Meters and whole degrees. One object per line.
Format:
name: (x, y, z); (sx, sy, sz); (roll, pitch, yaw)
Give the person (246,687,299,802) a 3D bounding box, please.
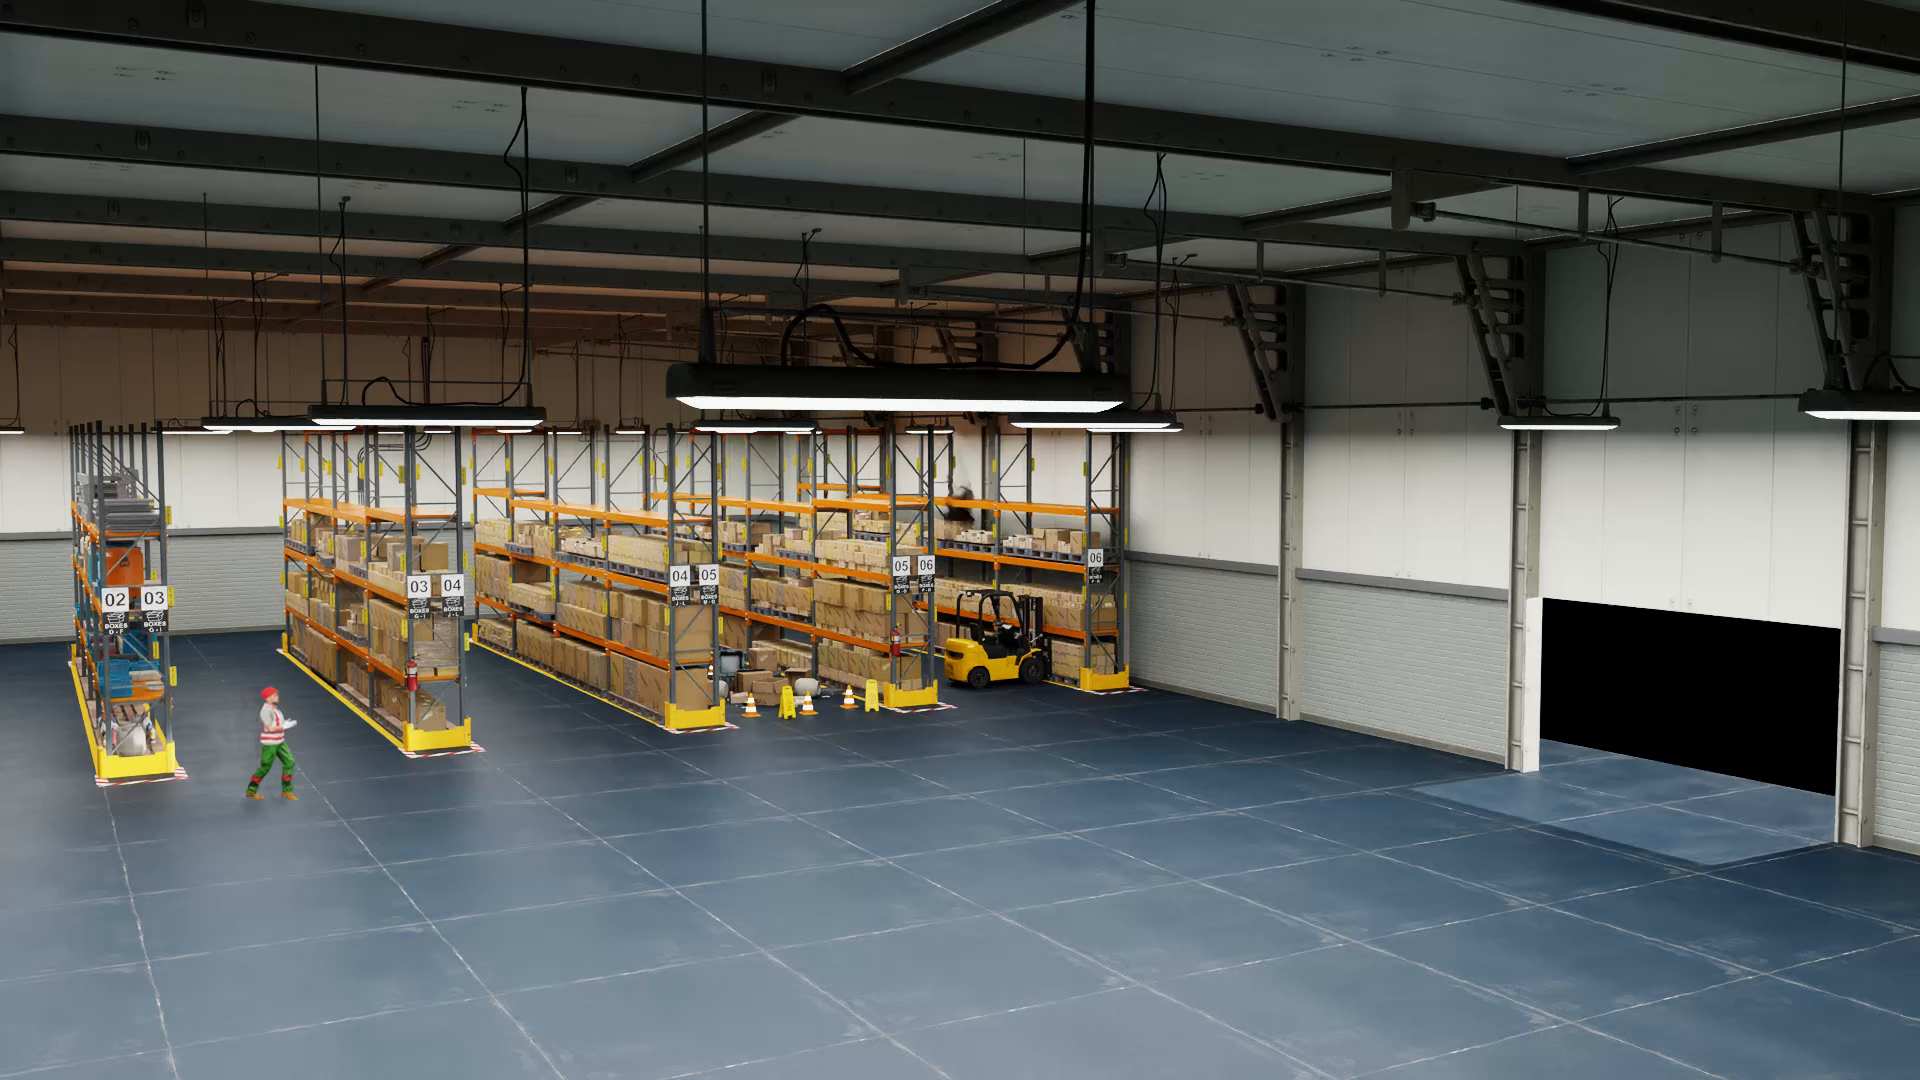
person: (-10.757, 3.212, 26.001); (0.801, 1.845, 0.647); (0, 4, -3)
